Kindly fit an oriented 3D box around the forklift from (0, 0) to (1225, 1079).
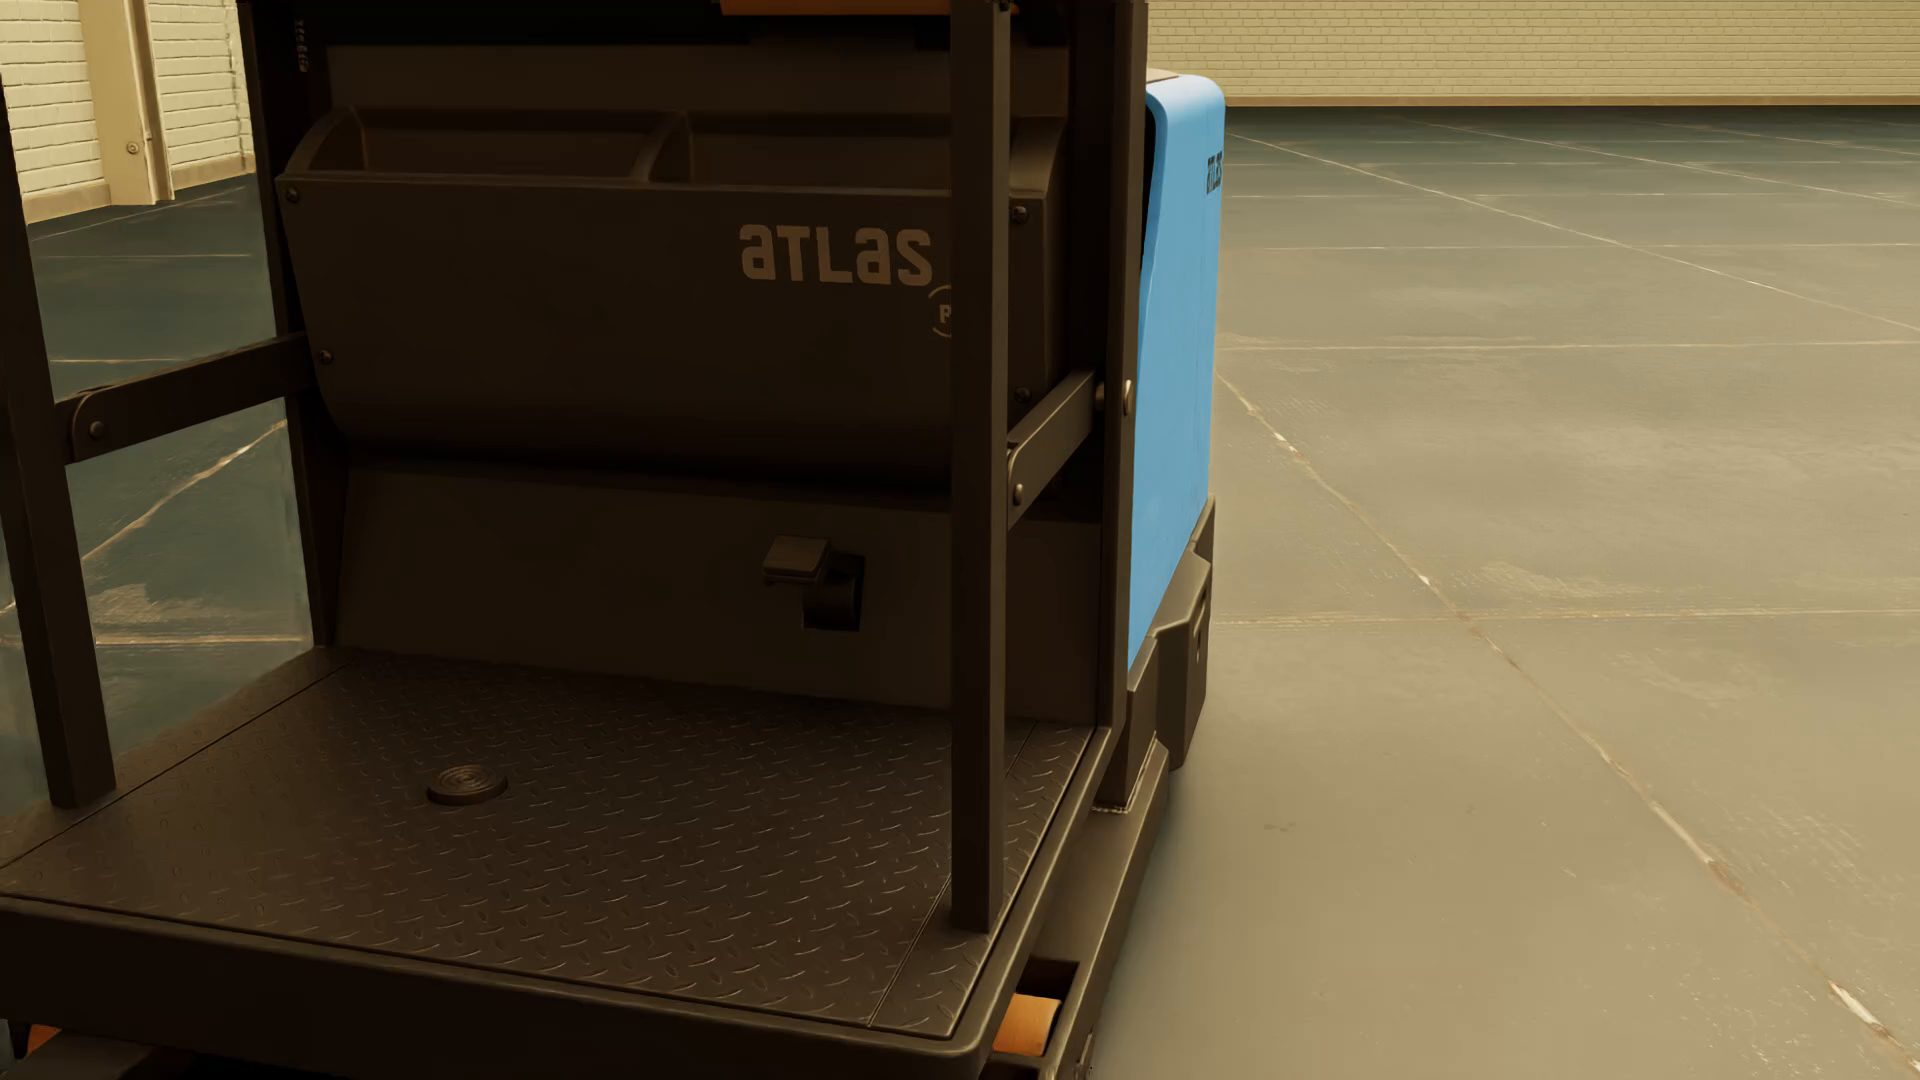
[{"bbox_3d":[-0.394,-0.819,1.584,1.130,2.935,3.031,4,18,14],"label":"forklift"}]
